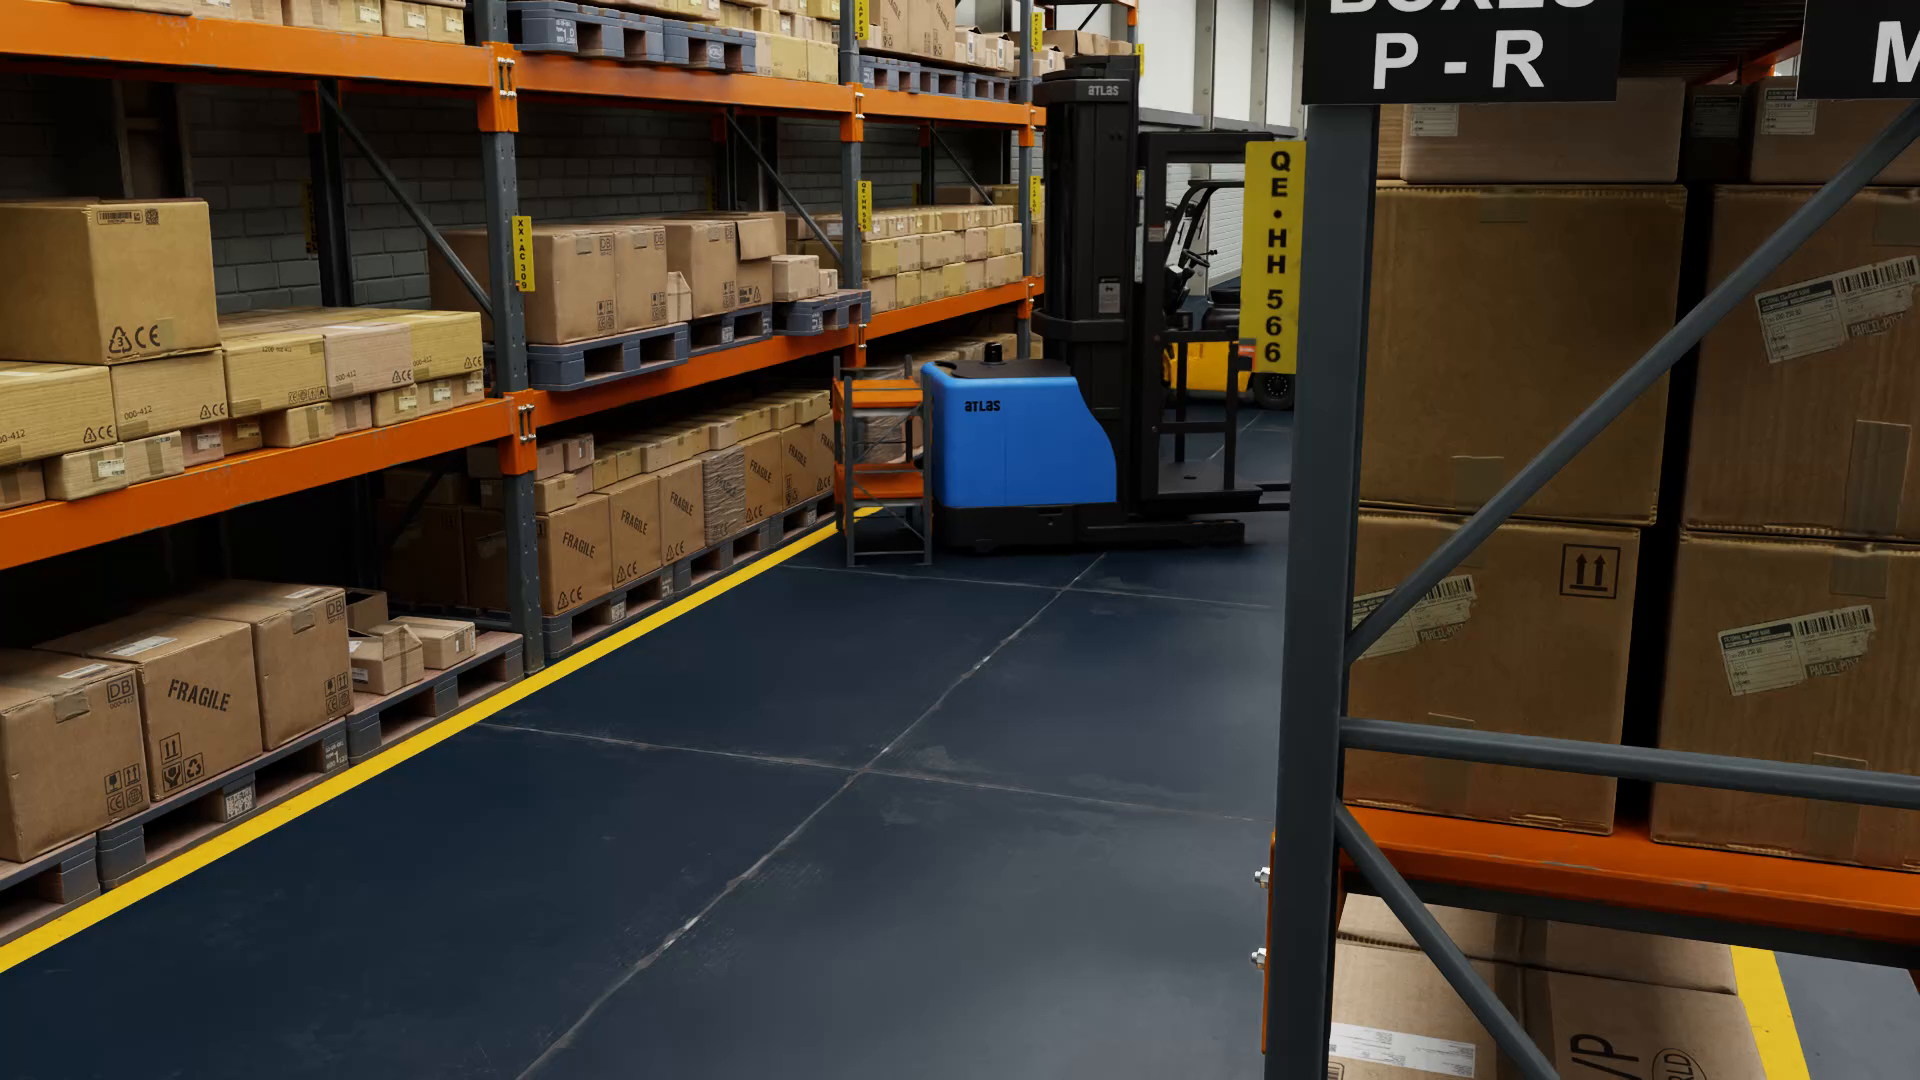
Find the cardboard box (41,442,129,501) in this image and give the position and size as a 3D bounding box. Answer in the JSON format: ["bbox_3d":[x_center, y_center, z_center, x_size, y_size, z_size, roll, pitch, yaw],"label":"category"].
[{"bbox_3d":[-2.908,-0.229,5.316,0.380,0.149,0.250,4,13,17],"label":"cardboard box"}]

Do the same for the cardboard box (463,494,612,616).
[{"bbox_3d":[-2.074,0.051,8.196,0.500,0.500,0.500,5,14,21],"label":"cardboard box"}]

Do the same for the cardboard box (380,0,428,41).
[{"bbox_3d":[-2.363,-2.069,6.633,0.380,0.149,0.250,4,14,18],"label":"cardboard box"}]

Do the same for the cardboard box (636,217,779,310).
[{"bbox_3d":[-1.502,-1.617,9.657,0.797,0.503,0.637,4,13,17],"label":"cardboard box"}]

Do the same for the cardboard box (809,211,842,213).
[{"bbox_3d":[-0.942,-2.445,12.777,0.380,0.149,0.250,4,13,17],"label":"cardboard box"}]

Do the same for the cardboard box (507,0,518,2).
[{"bbox_3d":[-2.278,-2.650,8.011,0.380,0.149,0.250,4,13,17],"label":"cardboard box"}]

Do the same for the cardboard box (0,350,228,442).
[{"bbox_3d":[-2.867,-0.505,5.628,0.500,0.250,0.500,4,13,17],"label":"cardboard box"}]

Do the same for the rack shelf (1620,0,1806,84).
[{"bbox_3d":[1.607,-1.211,3.928,1.077,0.370,4.000,4,14,18],"label":"rack shelf"}]

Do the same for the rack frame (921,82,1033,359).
[{"bbox_3d":[0.145,-2.561,14.969,1.000,3.000,0.127,4,14,18],"label":"rack frame"}]

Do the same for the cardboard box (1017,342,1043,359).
[{"bbox_3d":[0.594,-1.749,15.521,0.500,0.250,0.500,4,14,18],"label":"cardboard box"}]

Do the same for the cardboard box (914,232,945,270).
[{"bbox_3d":[-0.425,-2.180,12.511,0.500,0.250,0.500,4,13,17],"label":"cardboard box"}]

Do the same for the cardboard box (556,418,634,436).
[{"bbox_3d":[-2.108,-0.604,9.610,0.380,0.149,0.250,4,13,16],"label":"cardboard box"}]

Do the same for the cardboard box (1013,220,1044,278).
[{"bbox_3d":[0.536,-2.685,15.285,0.500,0.500,0.500,4,13,17],"label":"cardboard box"}]

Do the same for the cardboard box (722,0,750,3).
[{"bbox_3d":[-1.400,-3.081,9.277,0.380,0.149,0.250,4,14,19],"label":"cardboard box"}]

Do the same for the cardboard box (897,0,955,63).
[{"bbox_3d":[-0.355,-3.833,12.406,0.500,0.500,0.500,5,14,20],"label":"cardboard box"}]

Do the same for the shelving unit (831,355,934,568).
[{"bbox_3d":[-0.487,-0.508,10.186,0.538,1.125,1.048,-2,13,-8],"label":"shelving unit"}]

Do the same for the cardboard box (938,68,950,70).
[{"bbox_3d":[-0.283,-3.929,13.615,0.380,0.149,0.250,4,14,18],"label":"cardboard box"}]

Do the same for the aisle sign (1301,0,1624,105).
[{"bbox_3d":[0.644,-0.953,2.079,0.394,0.787,0.004,4,14,18],"label":"aisle sign"}]

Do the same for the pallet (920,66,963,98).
[{"bbox_3d":[-0.655,-3.474,12.653,1.003,0.211,1.213,5,14,21],"label":"pallet"}]

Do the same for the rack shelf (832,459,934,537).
[{"bbox_3d":[-0.487,-0.270,10.240,0.538,0.278,1.000,-2,13,-8],"label":"rack shelf"}]

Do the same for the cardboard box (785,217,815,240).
[{"bbox_3d":[-1.236,-2.167,11.560,0.380,0.149,0.250,5,14,20],"label":"cardboard box"}]

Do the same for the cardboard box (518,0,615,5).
[{"bbox_3d":[-1.865,-2.617,7.868,0.380,0.149,0.250,4,14,19],"label":"cardboard box"}]

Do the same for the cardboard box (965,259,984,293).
[{"bbox_3d":[-0.118,-2.155,13.524,0.500,0.250,0.500,4,14,19],"label":"cardboard box"}]

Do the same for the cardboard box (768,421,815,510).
[{"bbox_3d":[-1.255,-0.496,10.594,0.500,0.500,0.500,4,13,18],"label":"cardboard box"}]

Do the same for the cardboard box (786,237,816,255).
[{"bbox_3d":[-1.267,-2.004,11.742,0.500,0.250,0.500,5,14,20],"label":"cardboard box"}]

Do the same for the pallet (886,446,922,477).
[{"bbox_3d":[-0.846,-0.530,12.336,1.003,0.211,1.213,4,14,18],"label":"pallet"}]

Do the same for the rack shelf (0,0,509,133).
[{"bbox_3d":[-3.091,-1.567,5.490,1.077,0.370,4.000,4,14,18],"label":"rack shelf"}]

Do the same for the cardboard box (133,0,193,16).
[{"bbox_3d":[-2.751,-1.794,5.429,0.380,0.149,0.250,5,14,20],"label":"cardboard box"}]

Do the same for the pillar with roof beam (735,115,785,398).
[{"bbox_3d":[2.493,-4.673,10.740,9.100,9.000,0.400,4,14,18],"label":"pillar with roof beam"}]

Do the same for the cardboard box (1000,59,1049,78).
[{"bbox_3d":[0.577,-4.227,14.923,0.380,0.149,0.250,5,14,20],"label":"cardboard box"}]

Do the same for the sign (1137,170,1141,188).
[{"bbox_3d":[1.948,-4.042,18.320,0.100,0.325,0.005,4,14,18],"label":"sign"}]

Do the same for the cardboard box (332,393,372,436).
[{"bbox_3d":[-2.543,-0.503,6.515,0.380,0.149,0.250,5,14,20],"label":"cardboard box"}]

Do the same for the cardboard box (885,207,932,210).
[{"bbox_3d":[-0.453,-2.707,13.926,0.380,0.149,0.250,4,14,18],"label":"cardboard box"}]

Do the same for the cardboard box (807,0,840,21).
[{"bbox_3d":[-0.981,-3.354,10.474,0.380,0.149,0.250,5,14,20],"label":"cardboard box"}]

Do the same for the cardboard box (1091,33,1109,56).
[{"bbox_3d":[1.101,-4.849,16.858,0.700,0.500,0.500,4,14,19],"label":"cardboard box"}]

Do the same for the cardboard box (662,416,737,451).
[{"bbox_3d":[-1.525,-0.622,9.688,0.380,0.149,0.250,4,13,16],"label":"cardboard box"}]

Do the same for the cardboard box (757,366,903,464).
[{"bbox_3d":[-0.935,-0.896,12.068,0.875,0.625,0.625,5,14,20],"label":"cardboard box"}]

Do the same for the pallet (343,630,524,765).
[{"bbox_3d":[-2.667,0.627,7.266,1.003,0.211,1.213,4,14,18],"label":"pallet"}]

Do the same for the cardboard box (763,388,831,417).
[{"bbox_3d":[-1.069,-0.899,10.903,0.380,0.149,0.250,4,13,16],"label":"cardboard box"}]

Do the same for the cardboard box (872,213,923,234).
[{"bbox_3d":[-0.498,-2.353,12.375,0.380,0.149,0.250,5,14,19],"label":"cardboard box"}]

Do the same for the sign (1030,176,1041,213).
[{"bbox_3d":[0.662,-3.050,14.687,0.100,0.325,0.005,4,14,18],"label":"sign"}]

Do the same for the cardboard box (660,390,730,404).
[{"bbox_3d":[-1.724,-0.880,10.819,0.380,0.149,0.250,5,14,20],"label":"cardboard box"}]

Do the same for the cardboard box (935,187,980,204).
[{"bbox_3d":[-0.038,-3.160,15.242,0.380,0.149,0.250,4,14,19],"label":"cardboard box"}]

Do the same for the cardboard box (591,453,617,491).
[{"bbox_3d":[-1.987,-0.354,8.515,0.380,0.149,0.250,4,13,15],"label":"cardboard box"}]

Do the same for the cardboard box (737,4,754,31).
[{"bbox_3d":[-1.415,-3.000,9.590,0.380,0.149,0.250,4,14,19],"label":"cardboard box"}]

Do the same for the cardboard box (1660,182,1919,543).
[{"bbox_3d":[1.385,-0.295,2.567,0.500,0.500,0.500,4,13,17],"label":"cardboard box"}]

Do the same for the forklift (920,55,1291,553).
[{"bbox_3d":[1.304,-1.488,10.419,3.031,2.935,1.130,-2,13,-10],"label":"forklift"}]

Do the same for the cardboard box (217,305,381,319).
[{"bbox_3d":[-2.859,-0.864,7.201,0.500,0.250,0.500,4,14,18],"label":"cardboard box"}]

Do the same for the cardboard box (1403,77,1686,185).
[{"bbox_3d":[0.887,-0.621,2.536,0.380,0.149,0.250,5,14,19],"label":"cardboard box"}]

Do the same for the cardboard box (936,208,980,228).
[{"bbox_3d":[-0.055,-2.619,13.541,0.380,0.149,0.250,4,13,17],"label":"cardboard box"}]

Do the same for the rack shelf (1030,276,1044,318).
[{"bbox_3d":[0.792,-2.632,16.894,1.077,0.370,4.000,4,14,18],"label":"rack shelf"}]

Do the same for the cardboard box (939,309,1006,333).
[{"bbox_3d":[0.121,-2.031,15.632,0.500,0.250,0.500,5,14,20],"label":"cardboard box"}]

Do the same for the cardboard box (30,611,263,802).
[{"bbox_3d":[-2.871,0.576,5.897,0.500,0.500,0.500,5,14,19],"label":"cardboard box"}]

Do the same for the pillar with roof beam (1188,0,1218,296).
[{"bbox_3d":[8.317,-8.463,27.345,9.100,9.000,0.400,4,14,18],"label":"pillar with roof beam"}]
